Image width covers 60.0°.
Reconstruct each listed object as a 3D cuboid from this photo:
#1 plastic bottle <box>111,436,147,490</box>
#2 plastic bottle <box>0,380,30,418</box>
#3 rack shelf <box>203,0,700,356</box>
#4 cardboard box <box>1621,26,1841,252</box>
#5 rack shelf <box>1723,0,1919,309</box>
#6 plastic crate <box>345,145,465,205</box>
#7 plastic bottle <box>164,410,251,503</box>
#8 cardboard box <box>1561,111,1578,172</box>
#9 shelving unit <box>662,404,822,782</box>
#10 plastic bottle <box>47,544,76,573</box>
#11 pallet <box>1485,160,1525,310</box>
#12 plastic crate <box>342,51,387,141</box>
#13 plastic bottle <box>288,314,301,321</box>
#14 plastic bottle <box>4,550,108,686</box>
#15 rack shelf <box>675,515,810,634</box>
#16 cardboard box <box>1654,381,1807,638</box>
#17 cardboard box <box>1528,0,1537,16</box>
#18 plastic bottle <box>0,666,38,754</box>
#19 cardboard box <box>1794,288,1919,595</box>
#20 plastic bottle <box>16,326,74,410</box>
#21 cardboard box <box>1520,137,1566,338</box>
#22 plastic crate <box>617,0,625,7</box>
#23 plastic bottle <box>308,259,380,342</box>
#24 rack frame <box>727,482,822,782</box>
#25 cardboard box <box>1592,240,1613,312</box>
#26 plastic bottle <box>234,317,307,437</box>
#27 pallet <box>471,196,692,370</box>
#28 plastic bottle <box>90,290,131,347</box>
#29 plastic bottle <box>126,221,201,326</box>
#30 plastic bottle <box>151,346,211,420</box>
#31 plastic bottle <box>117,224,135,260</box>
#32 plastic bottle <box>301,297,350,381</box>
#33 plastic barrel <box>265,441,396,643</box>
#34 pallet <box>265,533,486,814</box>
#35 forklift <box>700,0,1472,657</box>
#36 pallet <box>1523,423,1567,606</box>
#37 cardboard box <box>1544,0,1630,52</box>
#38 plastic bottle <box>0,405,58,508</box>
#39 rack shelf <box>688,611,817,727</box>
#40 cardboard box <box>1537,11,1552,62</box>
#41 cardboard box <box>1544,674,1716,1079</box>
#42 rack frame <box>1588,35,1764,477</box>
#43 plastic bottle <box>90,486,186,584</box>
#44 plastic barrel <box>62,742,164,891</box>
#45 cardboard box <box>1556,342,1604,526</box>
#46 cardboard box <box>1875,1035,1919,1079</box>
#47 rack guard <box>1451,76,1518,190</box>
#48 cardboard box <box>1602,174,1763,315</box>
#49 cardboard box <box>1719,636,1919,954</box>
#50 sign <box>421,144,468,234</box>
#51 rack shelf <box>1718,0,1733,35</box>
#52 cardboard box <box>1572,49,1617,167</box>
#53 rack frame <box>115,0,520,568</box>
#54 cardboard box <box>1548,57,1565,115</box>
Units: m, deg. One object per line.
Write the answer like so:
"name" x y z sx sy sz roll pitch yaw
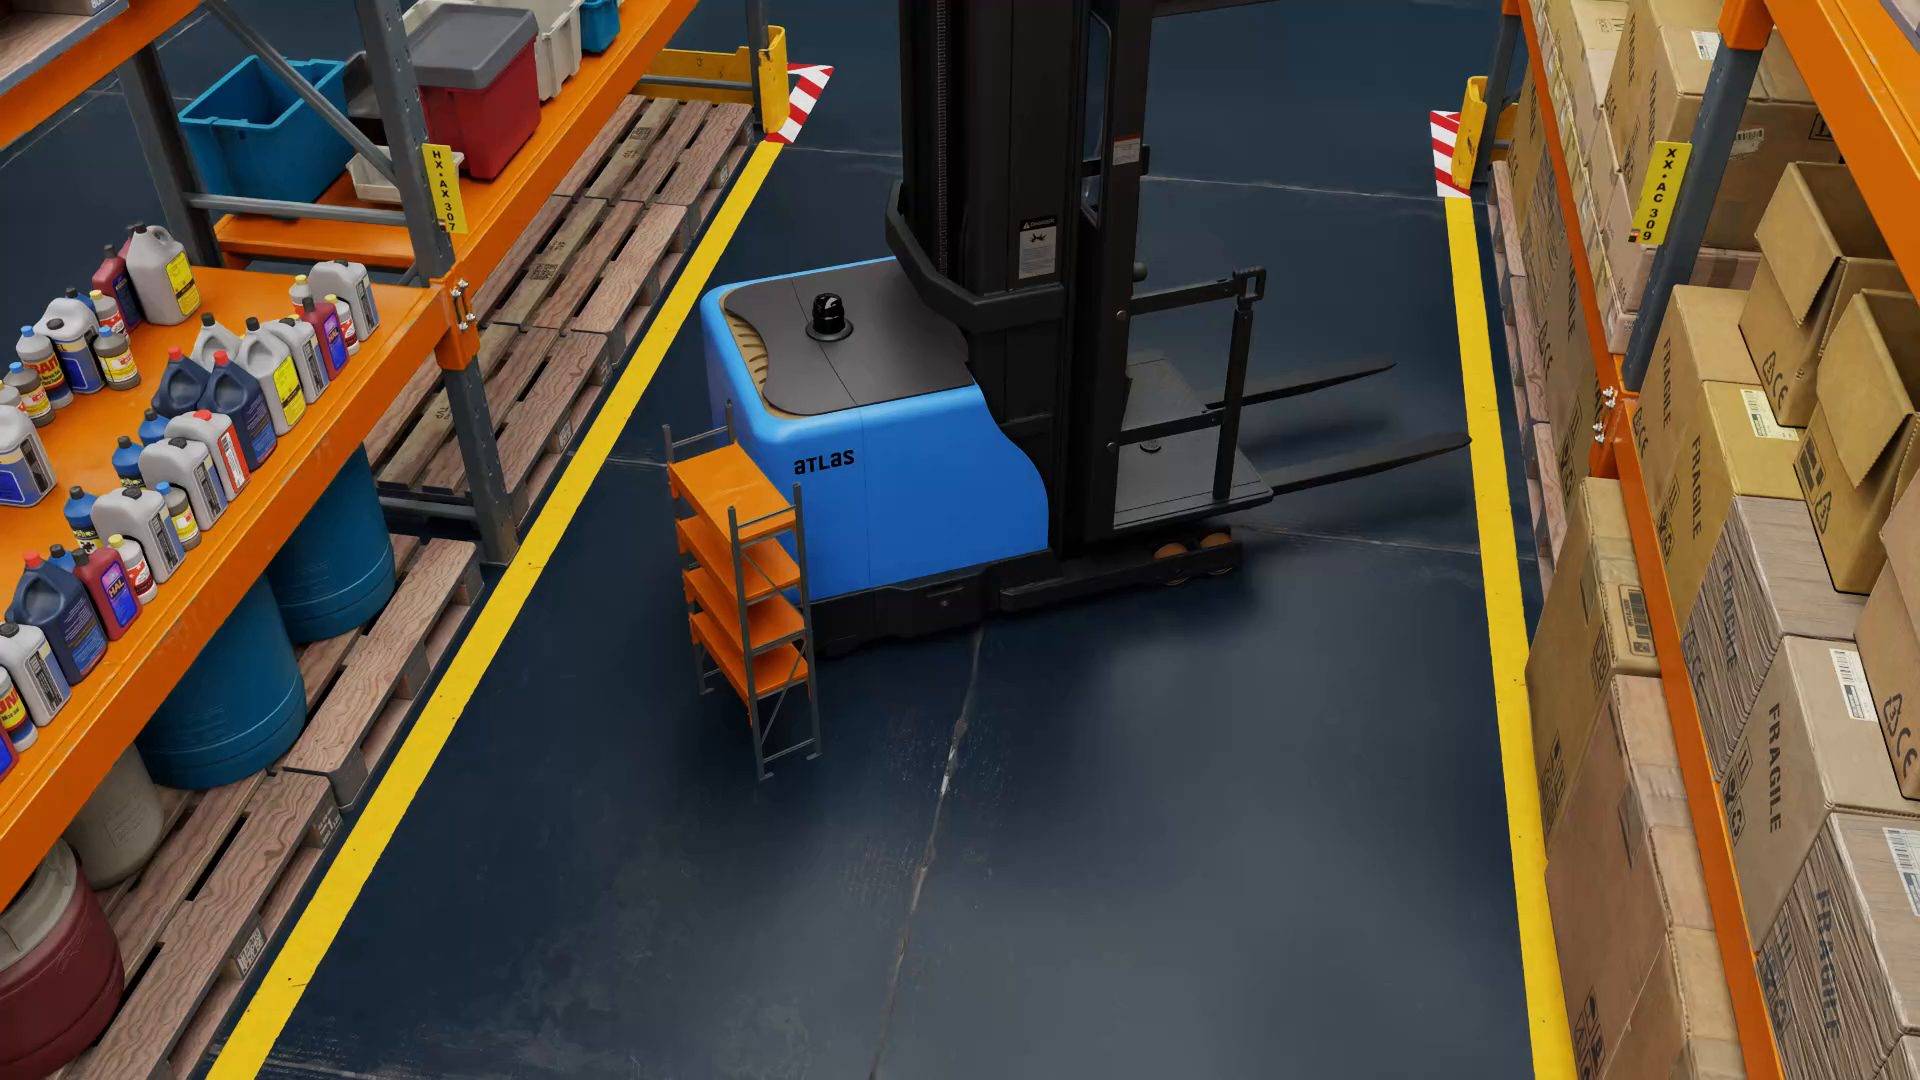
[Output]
"plastic bottle" -2.327 -0.177 4.711 0.097 0.271 0.097 0 40 0
"plastic bottle" -2.877 -0.391 5.025 0.097 0.201 0.097 0 40 0
"rack shelf" -1.932 -2.115 7.519 1.077 0.370 4.000 6 40 8
"cardboard box" 2.417 -1.255 5.210 0.500 0.500 0.500 7 40 9
"rack shelf" 2.254 -0.215 2.867 1.077 0.370 4.000 6 40 8
"plastic crate" -2.056 -1.335 6.171 0.396 0.136 0.243 6 40 8
"plastic bottle" -2.178 -0.261 4.809 0.152 0.276 0.135 6 40 8
"cardboard box" 2.553 -1.529 6.442 0.380 0.149 0.250 6 40 7
"shelving unit" -0.719 0.196 5.572 0.258 1.200 0.503 -21 44 -24
"plastic bottle" -2.318 0.124 4.347 0.097 0.271 0.097 0 40 0
"pallet" 3.231 -1.517 8.419 1.003 0.211 1.213 6 40 8
"plastic crate" -2.349 -1.787 6.726 0.437 0.125 0.590 6 40 8
"plastic bottle" -2.104 -0.625 5.308 0.097 0.201 0.097 0 40 0
"plastic bottle" -2.305 0.186 4.210 0.144 0.351 0.185 6 40 8
"rack shelf" -0.719 0.075 5.472 0.258 0.148 0.480 -21 44 -24
"cardboard box" 2.189 -0.053 4.382 0.500 0.500 0.500 6 40 8
"cardboard box" 2.819 -2.497 7.613 0.380 0.149 0.250 6 40 7
"plastic bottle" -2.330 0.392 4.023 0.097 0.271 0.097 0 40 0
"cardboard box" 2.368 -0.185 3.754 0.797 0.503 0.637 7 40 8
"plastic bottle" -2.843 -0.540 5.150 0.097 0.271 0.097 0 40 0
"cardboard box" 3.103 -1.463 7.504 0.875 0.875 0.875 6 40 8
"plastic crate" -1.670 -2.492 7.570 0.298 0.136 0.250 6 40 8
"plastic bottle" -2.027 -0.807 5.469 0.152 0.276 0.135 6 40 8
"rack frame" -0.592 0.328 5.411 0.240 1.200 0.015 -21 44 -24
"cardboard box" 2.375 -0.884 5.662 0.380 0.149 0.250 7 40 9
"plastic bottle" -2.114 -0.506 5.046 0.144 0.351 0.185 6 40 8
"pallet" -1.980 -1.296 8.152 1.003 0.211 1.213 6 40 8
"plastic bottle" -2.786 -0.720 5.422 0.097 0.201 0.097 0 40 0
"plastic bottle" -2.665 -0.908 5.533 0.144 0.351 0.185 6 40 8
"plastic bottle" -2.288 -0.405 4.925 0.144 0.351 0.185 6 40 8
"plastic bottle" -2.761 -0.909 5.588 0.061 0.283 0.133 6 40 8
"plastic bottle" -2.023 -0.659 5.285 0.061 0.283 0.133 6 40 8
"plastic barrel" -2.389 -0.151 5.896 0.600 0.901 0.708 6 40 8
"pallet" -2.452 0.417 6.080 1.003 0.211 1.213 6 40 8
"forklift" 0.590 -1.259 5.972 3.031 2.935 1.130 -12 41 -15
"pallet" 2.809 0.015 6.567 1.003 0.211 1.213 6 40 8
"cardboard box" 2.770 -2.245 6.996 0.500 0.250 0.500 5 40 6
"plastic bottle" -2.743 -0.243 4.788 0.152 0.276 0.135 6 40 8
"rack shelf" -0.719 0.400 5.741 0.258 0.148 0.480 -21 44 -24
"cardboard box" 2.730 -2.173 7.222 0.380 0.149 0.250 6 40 7
"cardboard box" 2.356 1.030 4.488 1.225 0.875 0.875 5 40 6
"rack frame" 2.601 -0.591 5.111 1.000 3.000 0.127 6 40 8
"plastic bottle" -2.241 -0.031 4.531 0.152 0.276 0.135 6 40 8
"plastic barrel" -2.697 0.788 5.066 0.421 0.512 0.421 0 40 0
"cardboard box" 2.794 -0.340 6.145 0.875 0.875 0.875 6 40 8
"cardboard box" 1.842 1.231 2.828 0.500 0.500 0.500 6 40 7
"rack guard" 3.297 -2.153 8.962 1.175 0.500 0.348 6 40 8
"cardboard box" 2.418 -0.954 5.434 0.500 0.250 0.500 6 40 7
"cardboard box" 2.017 0.586 3.609 0.500 0.500 0.500 7 40 9
"sign" -1.736 -1.182 5.609 0.100 0.325 0.005 6 40 8
"rack shelf" 2.947 -2.725 5.903 1.077 0.370 4.000 6 40 8
"cardboard box" 2.594 -1.600 6.215 0.500 0.250 0.500 7 40 9
"rack frame" -2.278 -1.138 5.772 1.000 3.000 0.127 6 40 8
"cardboard box" 2.641 -1.853 6.834 0.380 0.149 0.250 5 40 7
